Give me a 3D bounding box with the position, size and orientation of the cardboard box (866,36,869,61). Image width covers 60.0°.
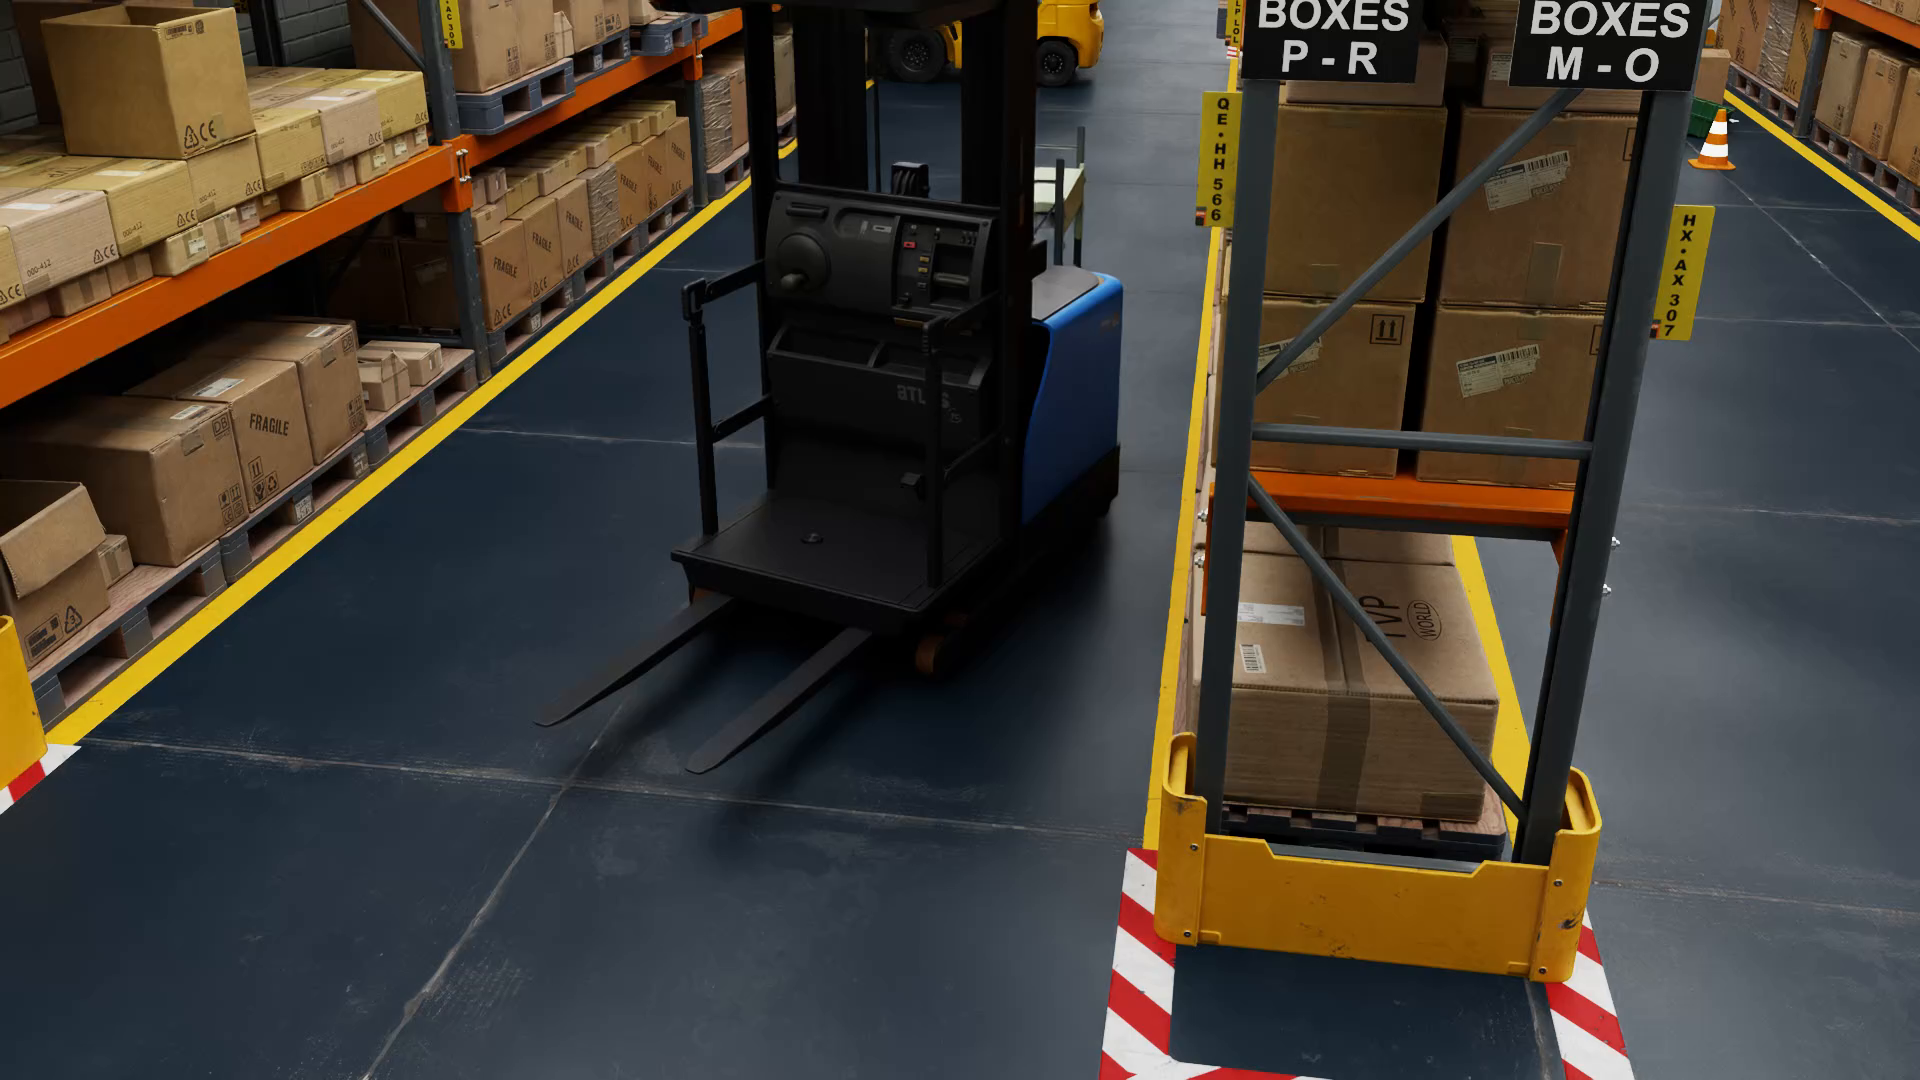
[{"bbox_3d":[-1.231,-5.160,17.483,0.500,0.250,0.500,4,25,9],"label":"cardboard box"}]

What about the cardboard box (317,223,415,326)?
[{"bbox_3d":[-3.292,-1.544,9.464,0.500,0.500,0.500,4,25,8],"label":"cardboard box"}]

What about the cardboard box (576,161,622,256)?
[{"bbox_3d":[-2.525,-2.153,10.766,0.500,0.500,0.500,3,25,7],"label":"cardboard box"}]

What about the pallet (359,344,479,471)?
[{"bbox_3d":[-3.194,-0.710,8.518,1.003,0.211,1.213,4,25,9],"label":"pallet"}]

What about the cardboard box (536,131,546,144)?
[{"bbox_3d":[-2.982,-2.650,11.061,0.380,0.149,0.250,3,25,7],"label":"cardboard box"}]

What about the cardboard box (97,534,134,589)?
[{"bbox_3d":[-3.433,0.089,6.388,0.380,0.149,0.250,3,25,6],"label":"cardboard box"}]

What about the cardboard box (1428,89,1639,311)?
[{"bbox_3d":[1.523,-0.924,4.389,0.500,0.500,0.500,3,25,7],"label":"cardboard box"}]

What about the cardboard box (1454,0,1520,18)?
[{"bbox_3d":[1.648,-1.493,4.839,0.380,0.149,0.250,3,25,7],"label":"cardboard box"}]

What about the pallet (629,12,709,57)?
[{"bbox_3d":[-2.468,-3.558,11.539,1.213,0.211,1.003,4,25,9],"label":"pallet"}]

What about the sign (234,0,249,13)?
[{"bbox_3d":[-3.629,-2.822,8.374,0.100,0.325,0.005,4,25,9],"label":"sign"}]

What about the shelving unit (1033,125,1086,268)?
[{"bbox_3d":[0.330,-1.159,7.957,0.431,1.500,0.755,5,25,10],"label":"shelving unit"}]

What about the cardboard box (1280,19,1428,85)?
[{"bbox_3d":[1.042,-1.309,4.445,0.380,0.149,0.250,4,25,9],"label":"cardboard box"}]

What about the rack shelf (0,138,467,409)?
[{"bbox_3d":[-3.407,-1.098,6.906,1.077,0.370,4.000,4,25,9],"label":"rack shelf"}]

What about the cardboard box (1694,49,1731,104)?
[{"bbox_3d":[7.266,-4.553,16.383,0.500,0.500,0.500,8,26,18],"label":"cardboard box"}]

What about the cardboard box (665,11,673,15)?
[{"bbox_3d":[-2.156,-3.708,11.435,0.380,0.149,0.250,4,25,9],"label":"cardboard box"}]

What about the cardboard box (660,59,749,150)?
[{"bbox_3d":[-2.212,-3.582,13.670,0.875,0.625,0.625,5,26,10],"label":"cardboard box"}]

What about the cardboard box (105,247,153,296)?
[{"bbox_3d":[-3.266,-1.027,6.202,0.380,0.149,0.250,4,25,9],"label":"cardboard box"}]

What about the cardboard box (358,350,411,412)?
[{"bbox_3d":[-2.940,-0.810,8.171,0.396,0.266,0.258,5,26,10],"label":"cardboard box"}]

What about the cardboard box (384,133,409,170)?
[{"bbox_3d":[-2.905,-1.885,8.036,0.380,0.149,0.250,5,25,10],"label":"cardboard box"}]

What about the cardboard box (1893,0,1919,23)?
[{"bbox_3d":[7.424,-4.175,12.513,0.500,0.500,0.500,4,25,9],"label":"cardboard box"}]

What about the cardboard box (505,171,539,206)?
[{"bbox_3d":[-2.728,-2.089,9.862,0.380,0.149,0.250,4,25,8],"label":"cardboard box"}]

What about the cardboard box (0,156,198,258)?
[{"bbox_3d":[-3.233,-1.248,6.205,0.500,0.250,0.500,4,25,8],"label":"cardboard box"}]

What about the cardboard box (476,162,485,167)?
[{"bbox_3d":[-3.122,-2.219,10.141,0.380,0.149,0.250,5,25,10],"label":"cardboard box"}]

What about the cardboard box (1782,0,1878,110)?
[{"bbox_3d":[8.196,-4.449,15.228,0.875,0.875,0.875,4,25,9],"label":"cardboard box"}]

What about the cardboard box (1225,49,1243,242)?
[{"bbox_3d":[1.064,-1.182,4.940,0.500,0.500,0.500,4,25,9],"label":"cardboard box"}]

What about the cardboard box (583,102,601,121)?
[{"bbox_3d":[-2.820,-3.089,11.998,0.380,0.149,0.250,5,26,11],"label":"cardboard box"}]

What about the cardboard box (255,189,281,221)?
[{"bbox_3d":[-3.159,-1.458,7.123,0.380,0.149,0.250,4,25,9],"label":"cardboard box"}]

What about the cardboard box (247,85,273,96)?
[{"bbox_3d":[-3.503,-1.929,7.658,0.500,0.250,0.500,4,25,8],"label":"cardboard box"}]

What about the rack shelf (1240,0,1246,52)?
[{"bbox_3d":[1.490,-2.114,5.539,1.077,0.370,4.000,4,25,9],"label":"rack shelf"}]

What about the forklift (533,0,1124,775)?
[{"bbox_3d":[-0.408,-1.033,6.000,1.130,2.935,3.031,12,28,25],"label":"forklift"}]

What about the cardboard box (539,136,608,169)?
[{"bbox_3d":[-2.502,-2.508,10.759,0.380,0.149,0.250,3,25,6],"label":"cardboard box"}]

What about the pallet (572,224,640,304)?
[{"bbox_3d":[-2.788,-1.852,10.958,1.003,0.211,1.213,4,25,9],"label":"pallet"}]

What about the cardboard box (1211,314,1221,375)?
[{"bbox_3d":[1.608,-0.693,7.718,0.875,0.438,0.875,4,25,8],"label":"cardboard box"}]

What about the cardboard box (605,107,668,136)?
[{"bbox_3d":[-2.272,-2.945,11.691,0.380,0.149,0.250,3,25,6],"label":"cardboard box"}]

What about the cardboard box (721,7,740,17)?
[{"bbox_3d":[-2.026,-4.244,12.956,0.500,0.250,0.500,3,25,7],"label":"cardboard box"}]

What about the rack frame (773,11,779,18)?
[{"bbox_3d":[-1.773,-5.606,15.689,1.000,3.000,0.127,4,25,9],"label":"rack frame"}]

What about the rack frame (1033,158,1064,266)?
[{"bbox_3d":[0.260,-1.007,7.632,0.400,1.500,0.023,5,25,10],"label":"rack frame"}]

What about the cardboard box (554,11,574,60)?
[{"bbox_3d":[-2.475,-2.944,9.665,0.396,0.266,0.258,5,26,11],"label":"cardboard box"}]

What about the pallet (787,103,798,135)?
[{"bbox_3d":[-1.855,-4.033,15.616,1.003,0.211,1.213,4,25,9],"label":"pallet"}]

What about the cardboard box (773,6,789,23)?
[{"bbox_3d":[-1.884,-5.223,16.439,0.500,0.250,0.500,5,25,10],"label":"cardboard box"}]

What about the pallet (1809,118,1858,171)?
[{"bbox_3d":[7.973,-3.372,14.206,1.003,0.211,1.213,4,25,9],"label":"pallet"}]

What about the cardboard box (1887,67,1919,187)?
[{"bbox_3d":[7.698,-3.076,12.441,1.050,0.750,0.750,4,25,9],"label":"cardboard box"}]

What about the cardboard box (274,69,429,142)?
[{"bbox_3d":[-2.923,-2.097,8.018,0.500,0.250,0.500,5,25,10],"label":"cardboard box"}]

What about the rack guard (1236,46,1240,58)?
[{"bbox_3d":[3.766,-5.773,18.994,1.175,0.500,0.348,4,25,9],"label":"rack guard"}]

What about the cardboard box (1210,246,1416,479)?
[{"bbox_3d":[0.981,-0.510,4.684,0.500,0.500,0.500,4,25,9],"label":"cardboard box"}]

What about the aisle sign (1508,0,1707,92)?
[{"bbox_3d":[1.438,-1.372,3.577,0.394,0.787,0.004,4,25,9],"label":"aisle sign"}]

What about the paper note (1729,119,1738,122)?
[{"bbox_3d":[7.241,-3.963,15.679,0.147,0.020,0.142,-14,29,-27],"label":"paper note"}]

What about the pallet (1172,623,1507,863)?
[{"bbox_3d":[1.217,0.678,5.553,1.003,0.211,1.213,4,25,9],"label":"pallet"}]
